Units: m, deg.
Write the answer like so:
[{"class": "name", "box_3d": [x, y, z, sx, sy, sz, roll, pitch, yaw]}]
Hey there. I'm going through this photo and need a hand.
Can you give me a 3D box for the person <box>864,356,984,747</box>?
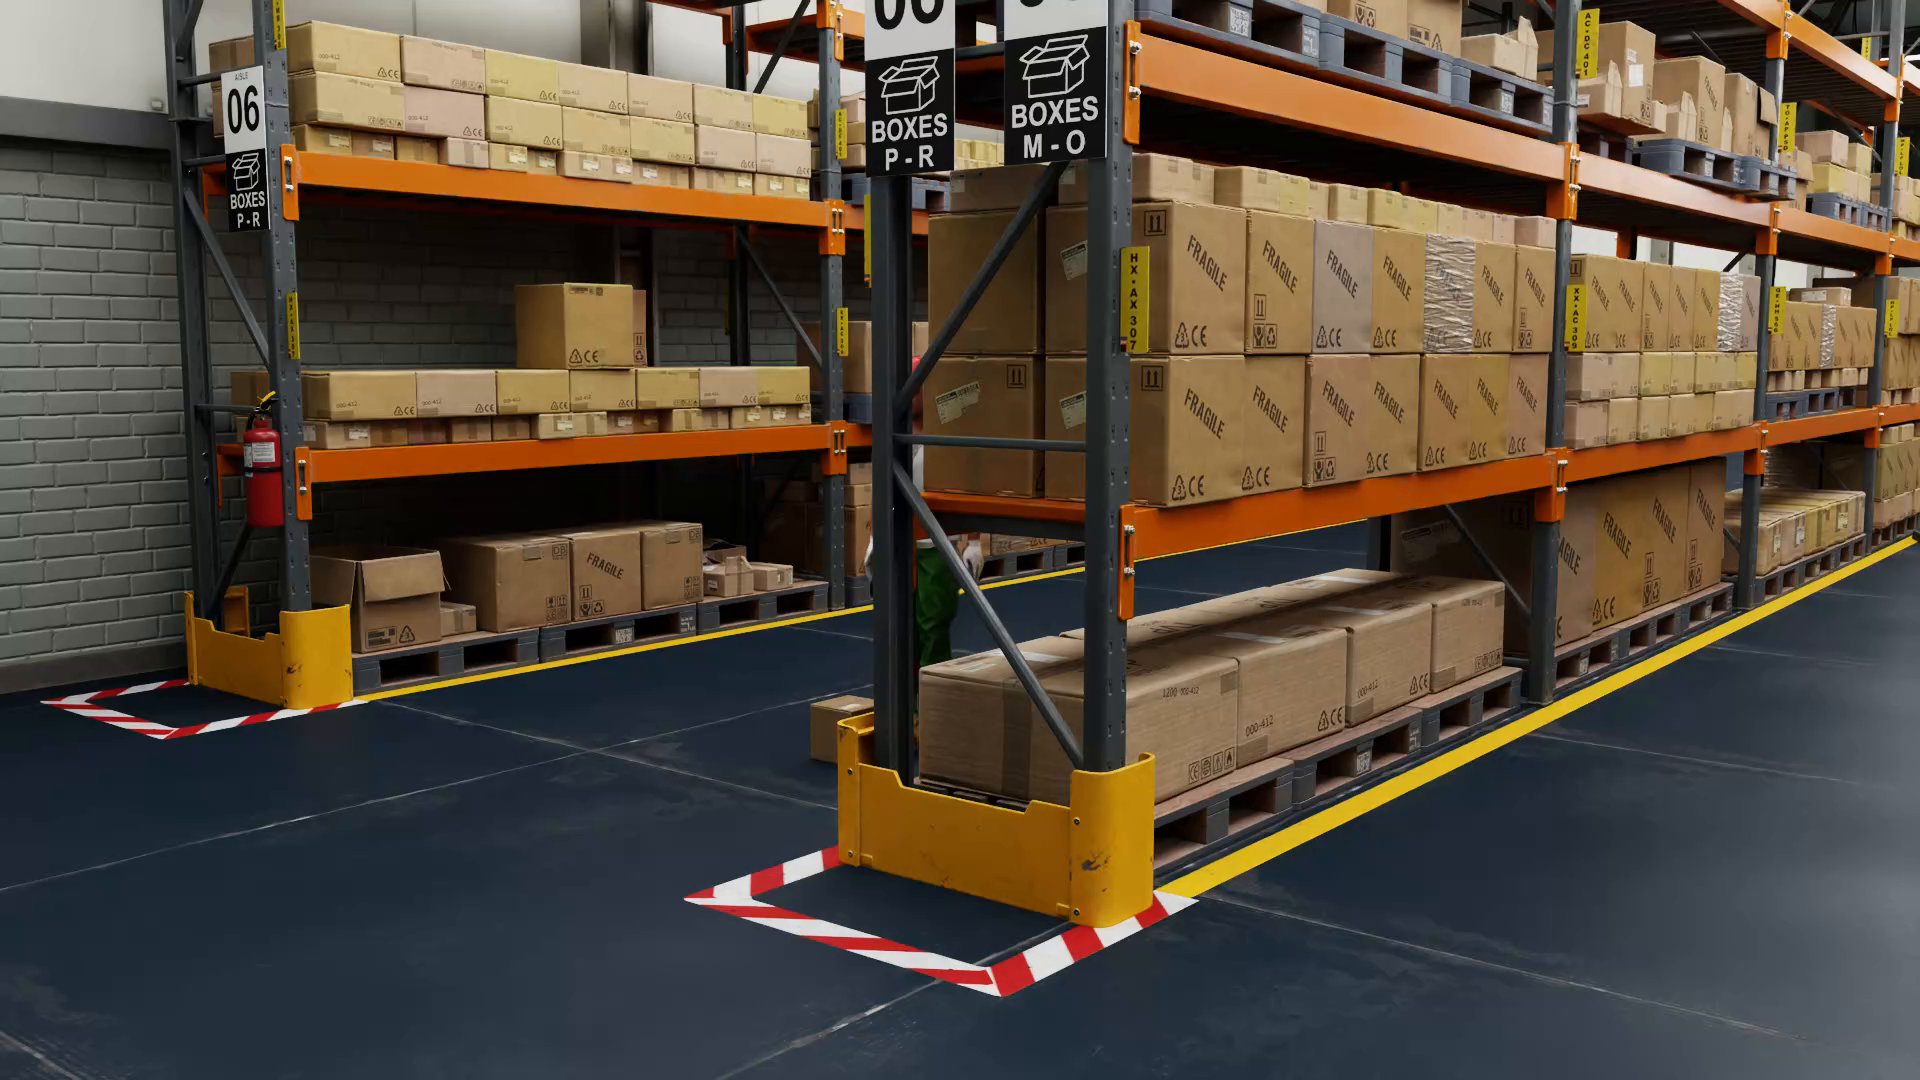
[{"class": "person", "box_3d": [-0.216, 0.051, 7.658, 0.577, 1.785, 0.648, 3, 7, 24]}]
